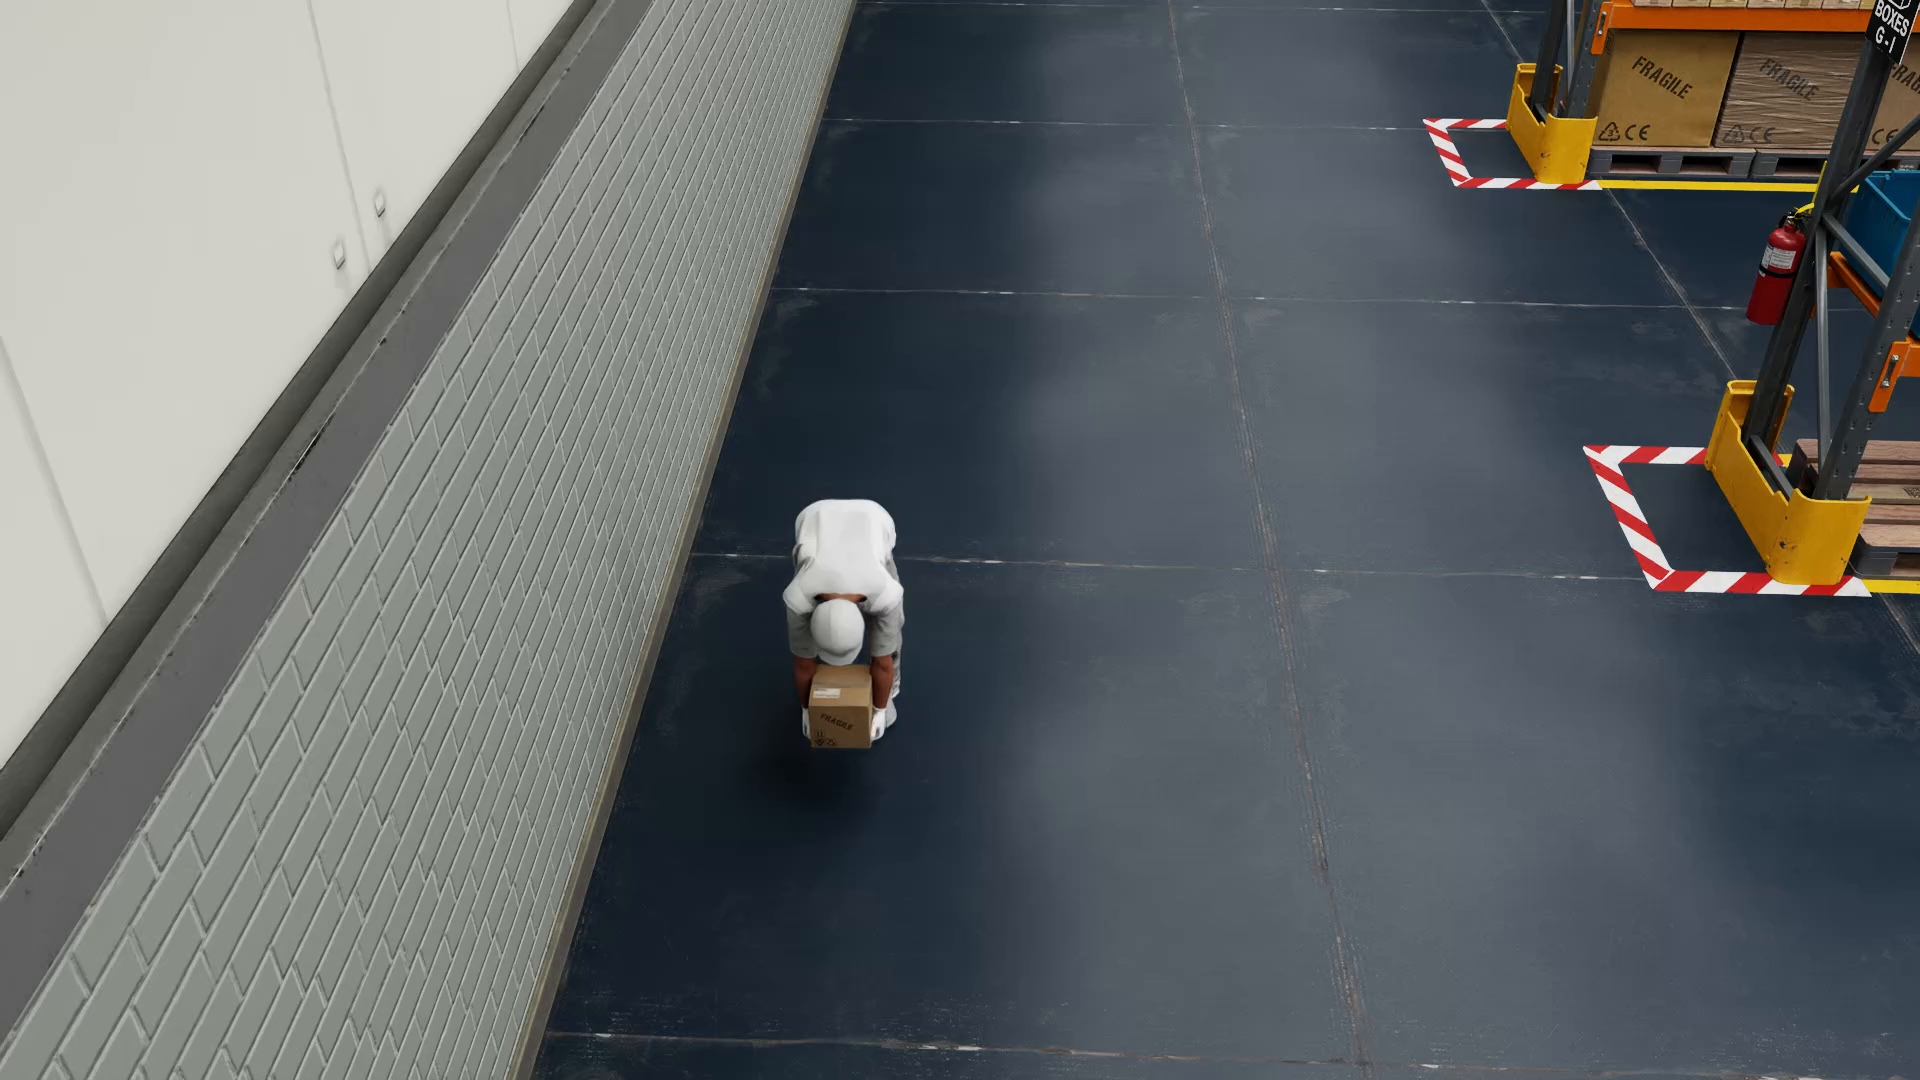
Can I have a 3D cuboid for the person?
[{"bbox_3d":[-0.484,0.446,7.062,0.507,1.097,0.991,0,35,0],"label":"person"}]
